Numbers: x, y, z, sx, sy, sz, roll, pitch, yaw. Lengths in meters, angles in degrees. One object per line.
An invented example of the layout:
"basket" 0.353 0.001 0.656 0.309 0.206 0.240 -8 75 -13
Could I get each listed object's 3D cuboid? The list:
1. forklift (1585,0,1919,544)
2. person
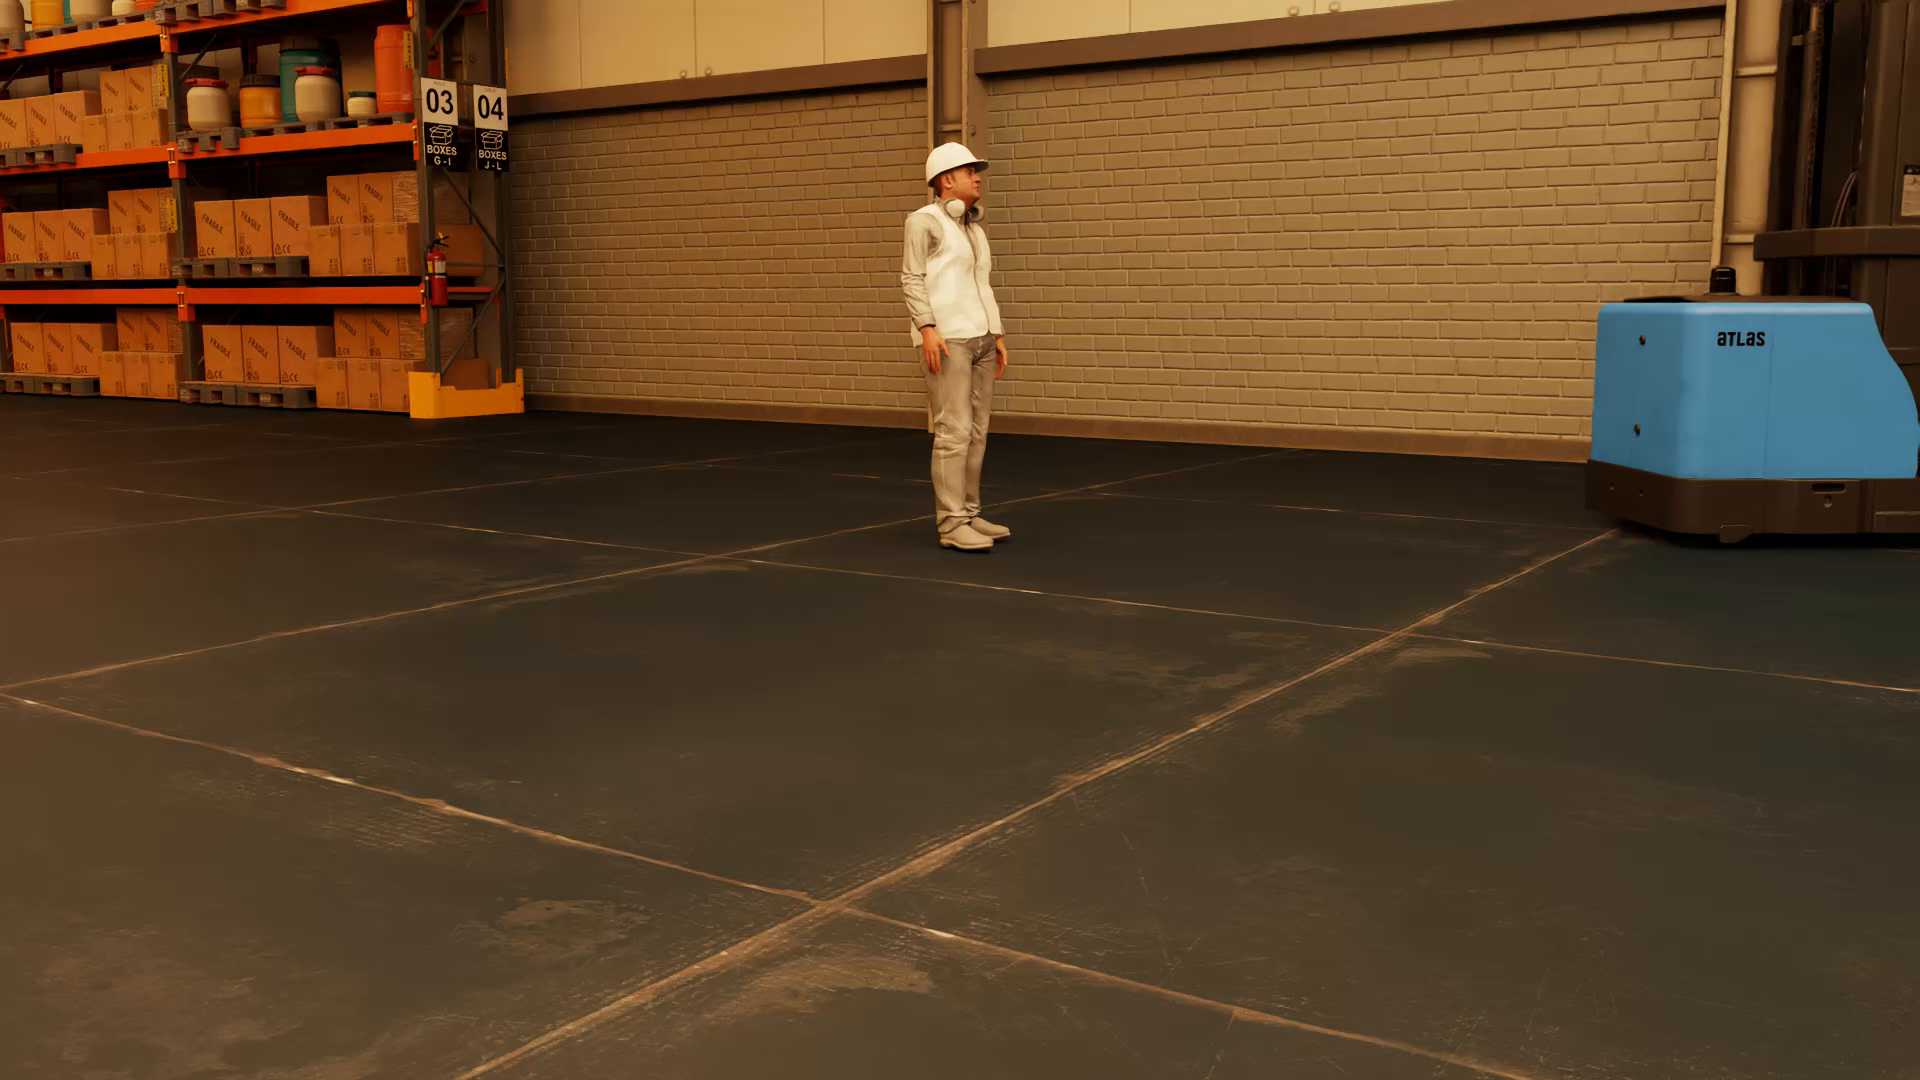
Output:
"forklift" 4.624 -1.490 7.672 3.031 2.935 1.130 0 8 -3
"person" 0.047 -0.880 7.437 0.568 1.773 0.632 5 10 34
